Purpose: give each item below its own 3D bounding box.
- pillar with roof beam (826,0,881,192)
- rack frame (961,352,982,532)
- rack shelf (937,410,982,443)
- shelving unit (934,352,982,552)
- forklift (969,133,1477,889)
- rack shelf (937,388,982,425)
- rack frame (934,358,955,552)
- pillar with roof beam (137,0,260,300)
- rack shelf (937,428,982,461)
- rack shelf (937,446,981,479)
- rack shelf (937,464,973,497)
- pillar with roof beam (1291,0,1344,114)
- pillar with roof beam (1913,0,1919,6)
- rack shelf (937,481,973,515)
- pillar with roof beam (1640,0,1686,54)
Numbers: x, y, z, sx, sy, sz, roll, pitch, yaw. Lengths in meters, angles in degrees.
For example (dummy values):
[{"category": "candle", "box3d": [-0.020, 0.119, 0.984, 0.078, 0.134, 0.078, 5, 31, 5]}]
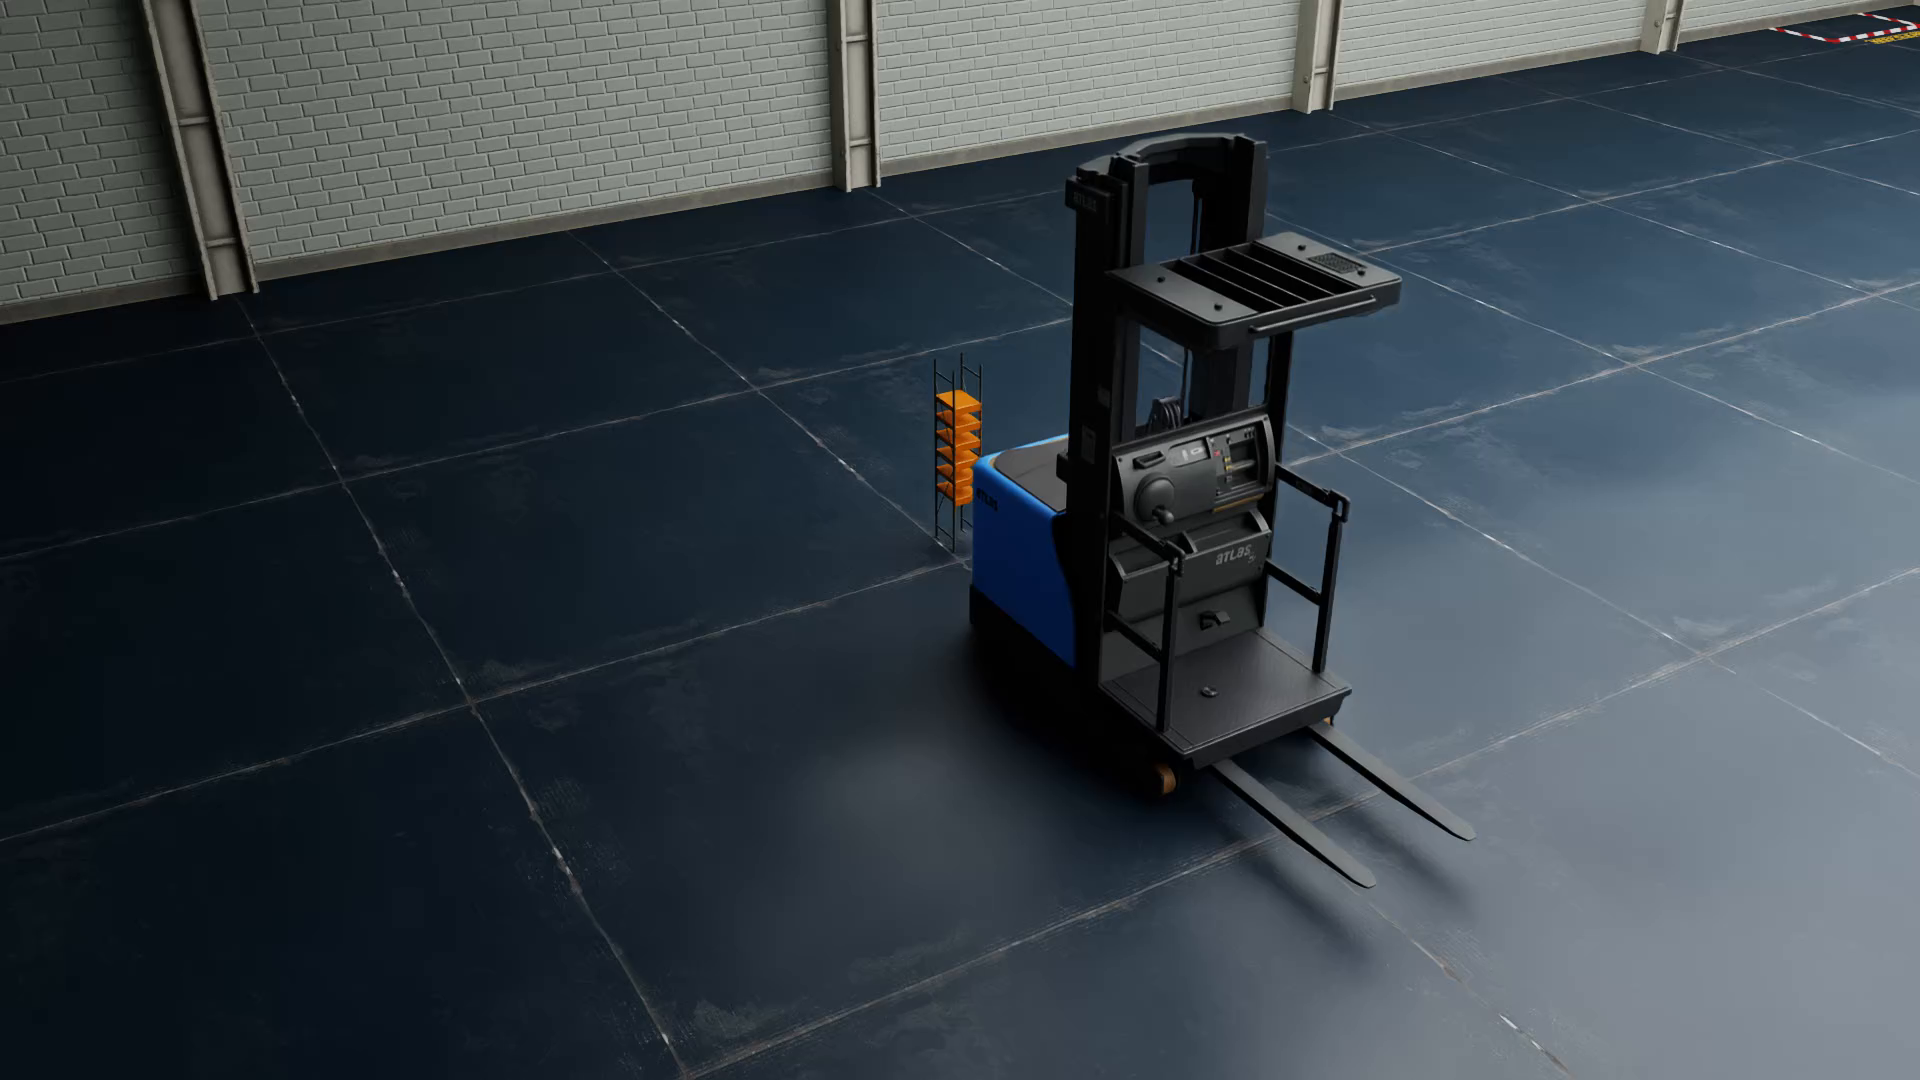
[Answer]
[{"category": "pillar with roof beam", "box3d": [1.135, -5.744, 11.443, 0.400, 9.000, 9.100, -16, 33, -26]}, {"category": "rack frame", "box3d": [0.066, -0.544, 10.092, 0.006, 1.200, 0.240, -16, 33, -26]}, {"category": "rack shelf", "box3d": [-0.012, -0.693, 9.957, 0.180, 0.103, 0.258, -16, 33, -26]}, {"category": "shelving unit", "box3d": [-0.012, -0.522, 10.052, 0.189, 1.200, 0.258, -16, 33, -26]}, {"category": "forklift", "box3d": [1.251, -0.295, 7.850, 1.130, 2.935, 3.031, -16, 33, -27]}, {"category": "rack shelf", "box3d": [-0.012, -0.798, 9.899, 0.180, 0.103, 0.258, -16, 33, -26]}, {"category": "rack frame", "box3d": [-0.091, -0.499, 10.011, 0.006, 1.200, 0.240, -16, 33, -26]}, {"category": "pillar with roof beam", "box3d": [-4.038, -4.275, 8.782, 0.400, 9.000, 9.100, -16, 33, -26]}, {"category": "rack shelf", "box3d": [-0.012, -0.588, 10.015, 0.180, 0.103, 0.258, -16, 33, -26]}, {"category": "rack shelf", "box3d": [-0.012, -0.483, 10.073, 0.180, 0.103, 0.258, -16, 33, -26]}, {"category": "rack shelf", "box3d": [-0.012, -0.378, 10.131, 0.180, 0.103, 0.258, -16, 33, -26]}, {"category": "pillar with roof beam", "box3d": [6.308, -7.213, 14.105, 0.400, 9.000, 9.100, -16, 33, -26]}, {"category": "pillar with roof beam", "box3d": [16.654, -10.150, 19.427, 0.400, 9.000, 9.100, -16, 33, -26]}, {"category": "rack shelf", "box3d": [-0.012, -0.273, 10.189, 0.180, 0.103, 0.258, -16, 33, -26]}, {"category": "pillar with roof beam", "box3d": [11.481, -8.681, 16.766, 0.400, 9.000, 9.100, -16, 33, -26]}]
